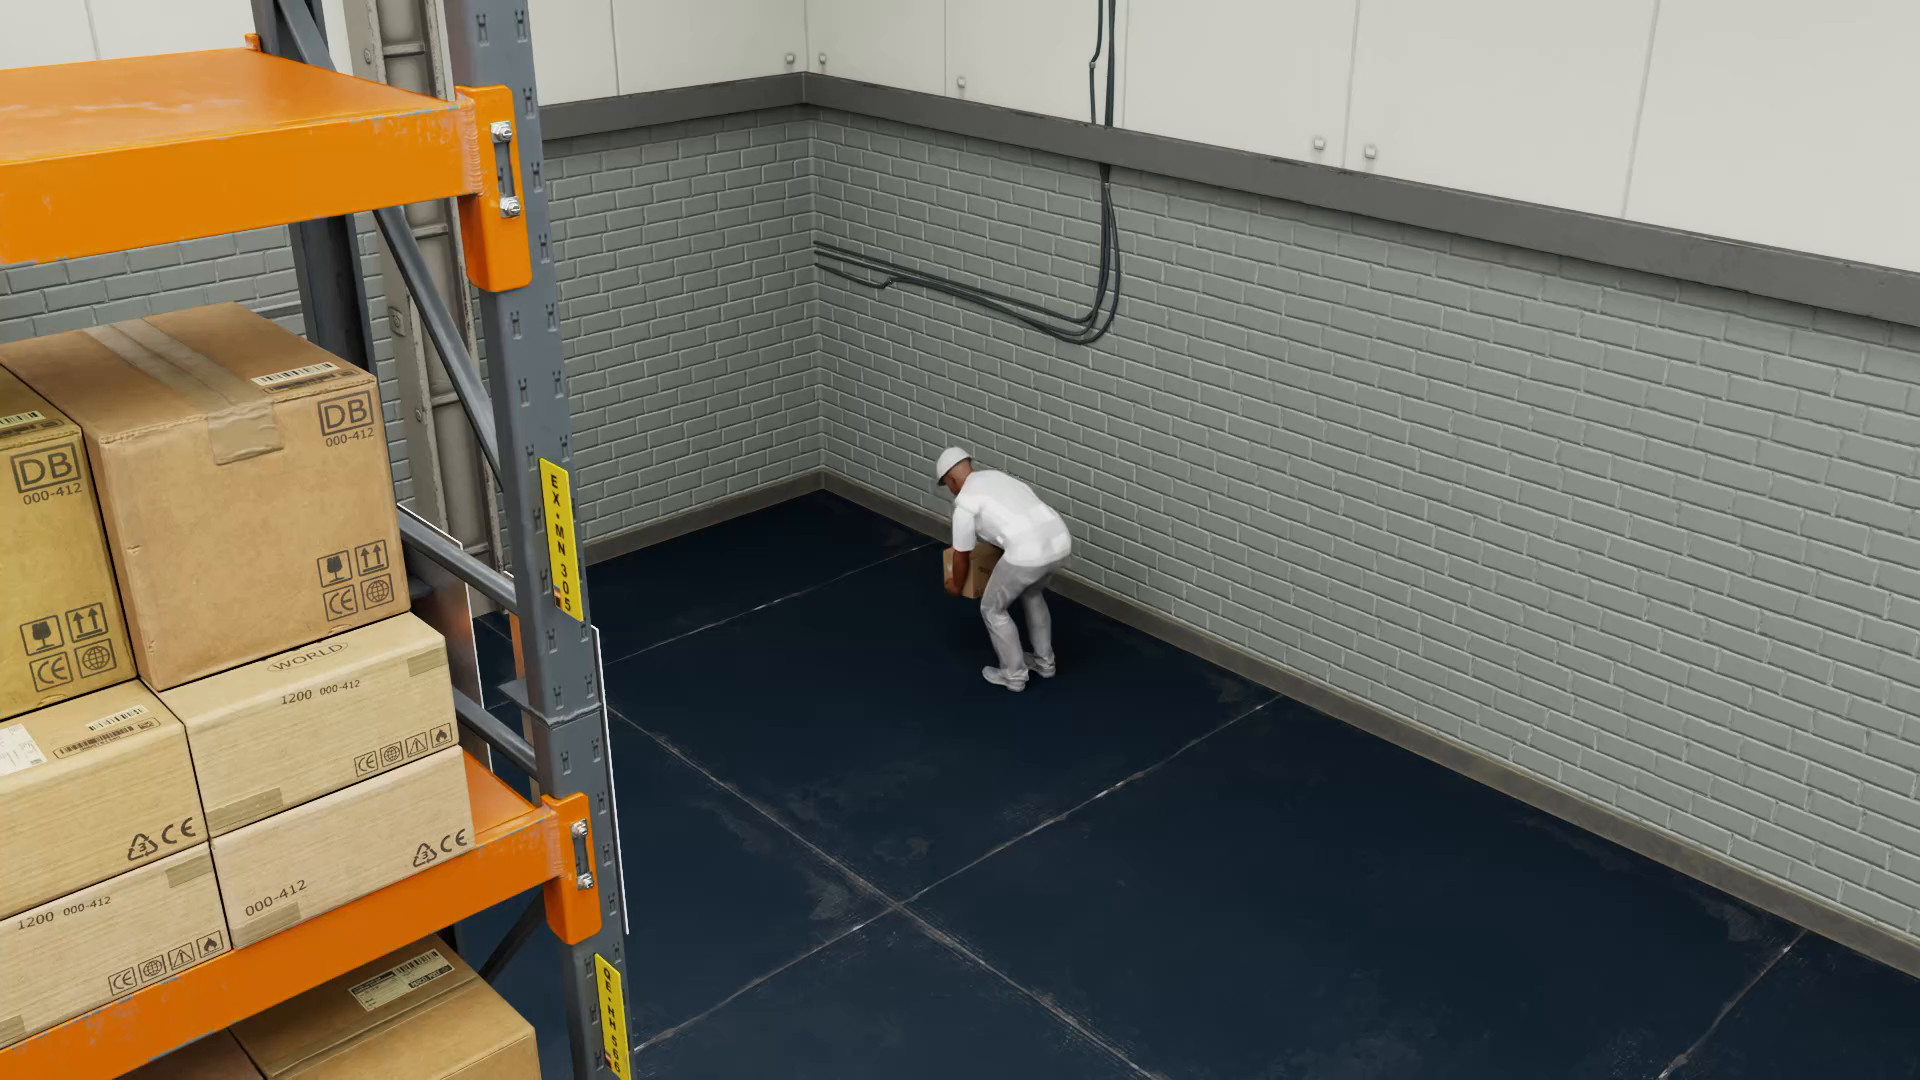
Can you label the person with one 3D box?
[{"bbox_3d":[0.213,0.158,9.774,0.924,1.310,0.493,22,32,40],"label":"person"}]
